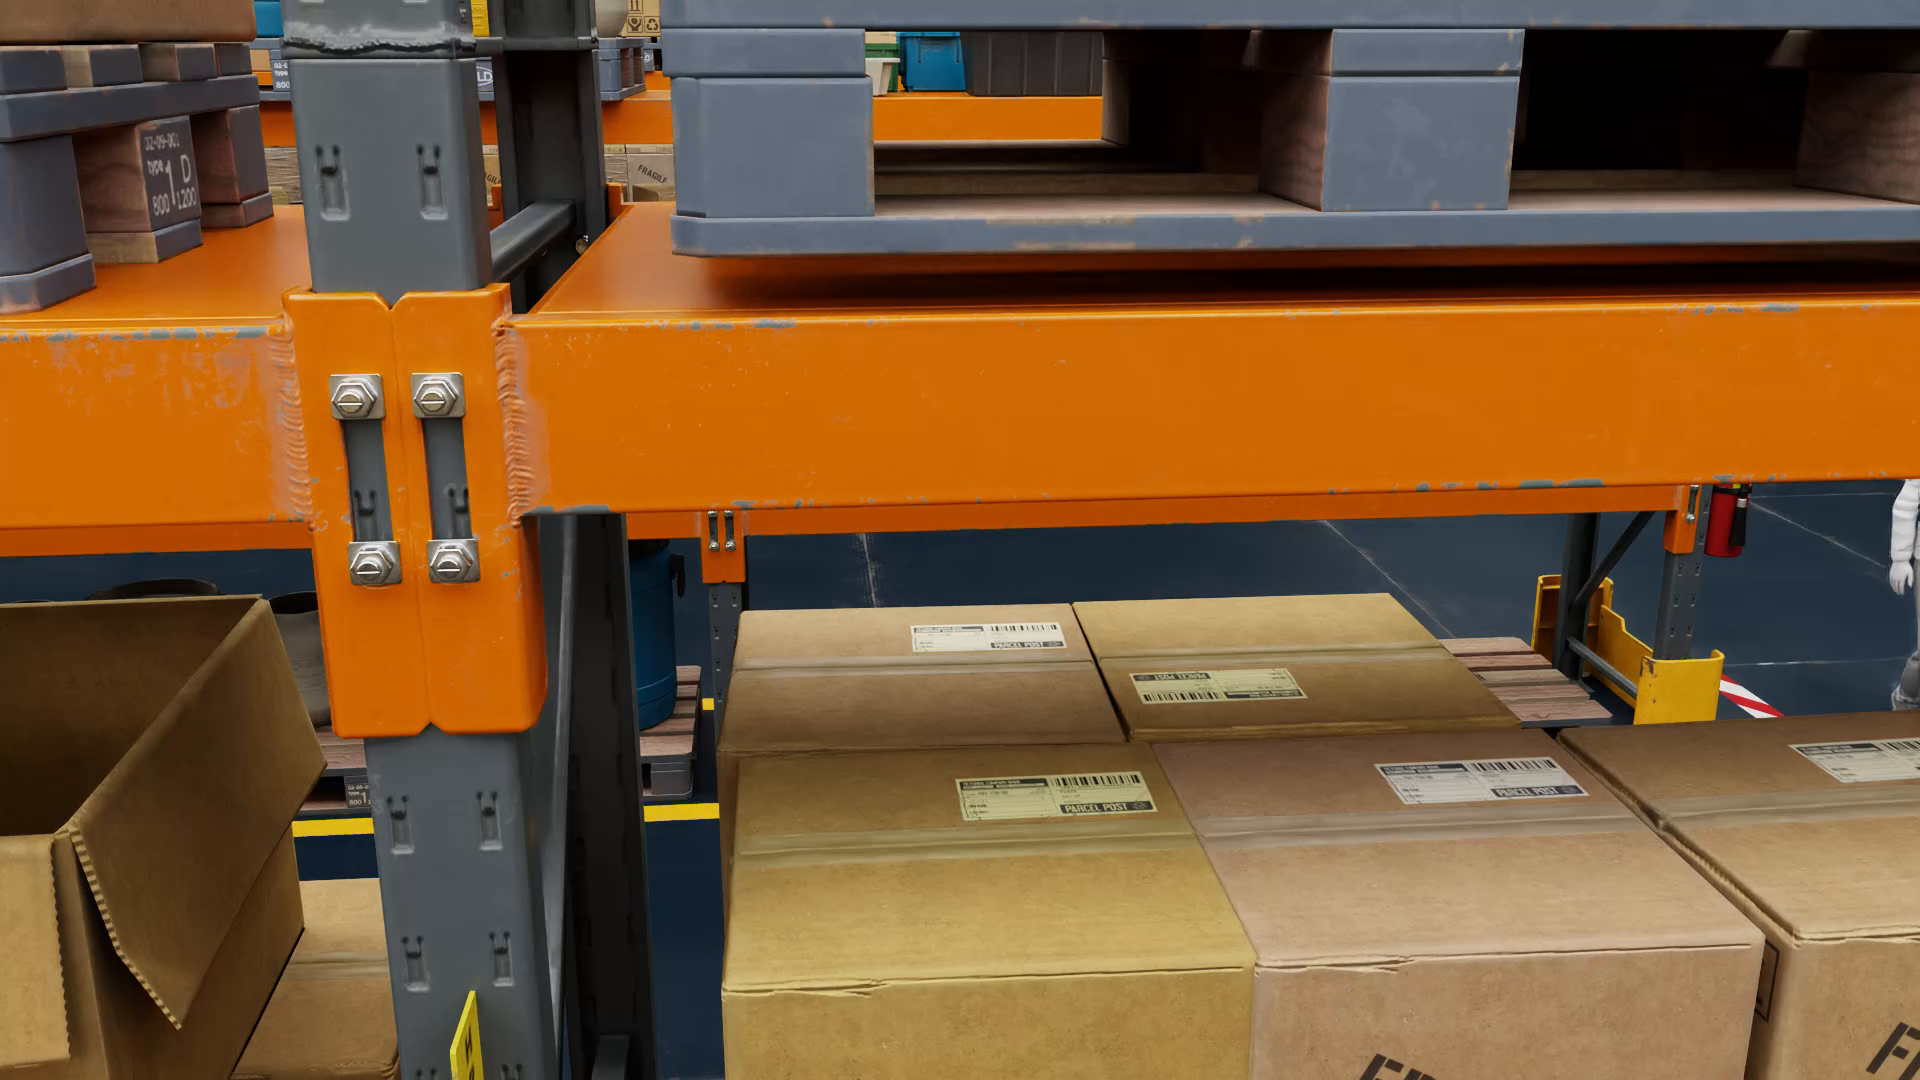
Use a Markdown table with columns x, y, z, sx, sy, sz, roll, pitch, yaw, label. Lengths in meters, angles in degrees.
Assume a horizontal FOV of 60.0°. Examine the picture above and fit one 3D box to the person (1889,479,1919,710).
| x | y | z | sx | sy | sz | roll | pitch | yaw | label |
| --- | --- | --- | --- | --- | --- | --- | --- | --- | --- |
| 4.230 | 0.138 | 7.024 | 0.526 | 1.671 | 0.395 | 1 | 17 | 3 | person |
